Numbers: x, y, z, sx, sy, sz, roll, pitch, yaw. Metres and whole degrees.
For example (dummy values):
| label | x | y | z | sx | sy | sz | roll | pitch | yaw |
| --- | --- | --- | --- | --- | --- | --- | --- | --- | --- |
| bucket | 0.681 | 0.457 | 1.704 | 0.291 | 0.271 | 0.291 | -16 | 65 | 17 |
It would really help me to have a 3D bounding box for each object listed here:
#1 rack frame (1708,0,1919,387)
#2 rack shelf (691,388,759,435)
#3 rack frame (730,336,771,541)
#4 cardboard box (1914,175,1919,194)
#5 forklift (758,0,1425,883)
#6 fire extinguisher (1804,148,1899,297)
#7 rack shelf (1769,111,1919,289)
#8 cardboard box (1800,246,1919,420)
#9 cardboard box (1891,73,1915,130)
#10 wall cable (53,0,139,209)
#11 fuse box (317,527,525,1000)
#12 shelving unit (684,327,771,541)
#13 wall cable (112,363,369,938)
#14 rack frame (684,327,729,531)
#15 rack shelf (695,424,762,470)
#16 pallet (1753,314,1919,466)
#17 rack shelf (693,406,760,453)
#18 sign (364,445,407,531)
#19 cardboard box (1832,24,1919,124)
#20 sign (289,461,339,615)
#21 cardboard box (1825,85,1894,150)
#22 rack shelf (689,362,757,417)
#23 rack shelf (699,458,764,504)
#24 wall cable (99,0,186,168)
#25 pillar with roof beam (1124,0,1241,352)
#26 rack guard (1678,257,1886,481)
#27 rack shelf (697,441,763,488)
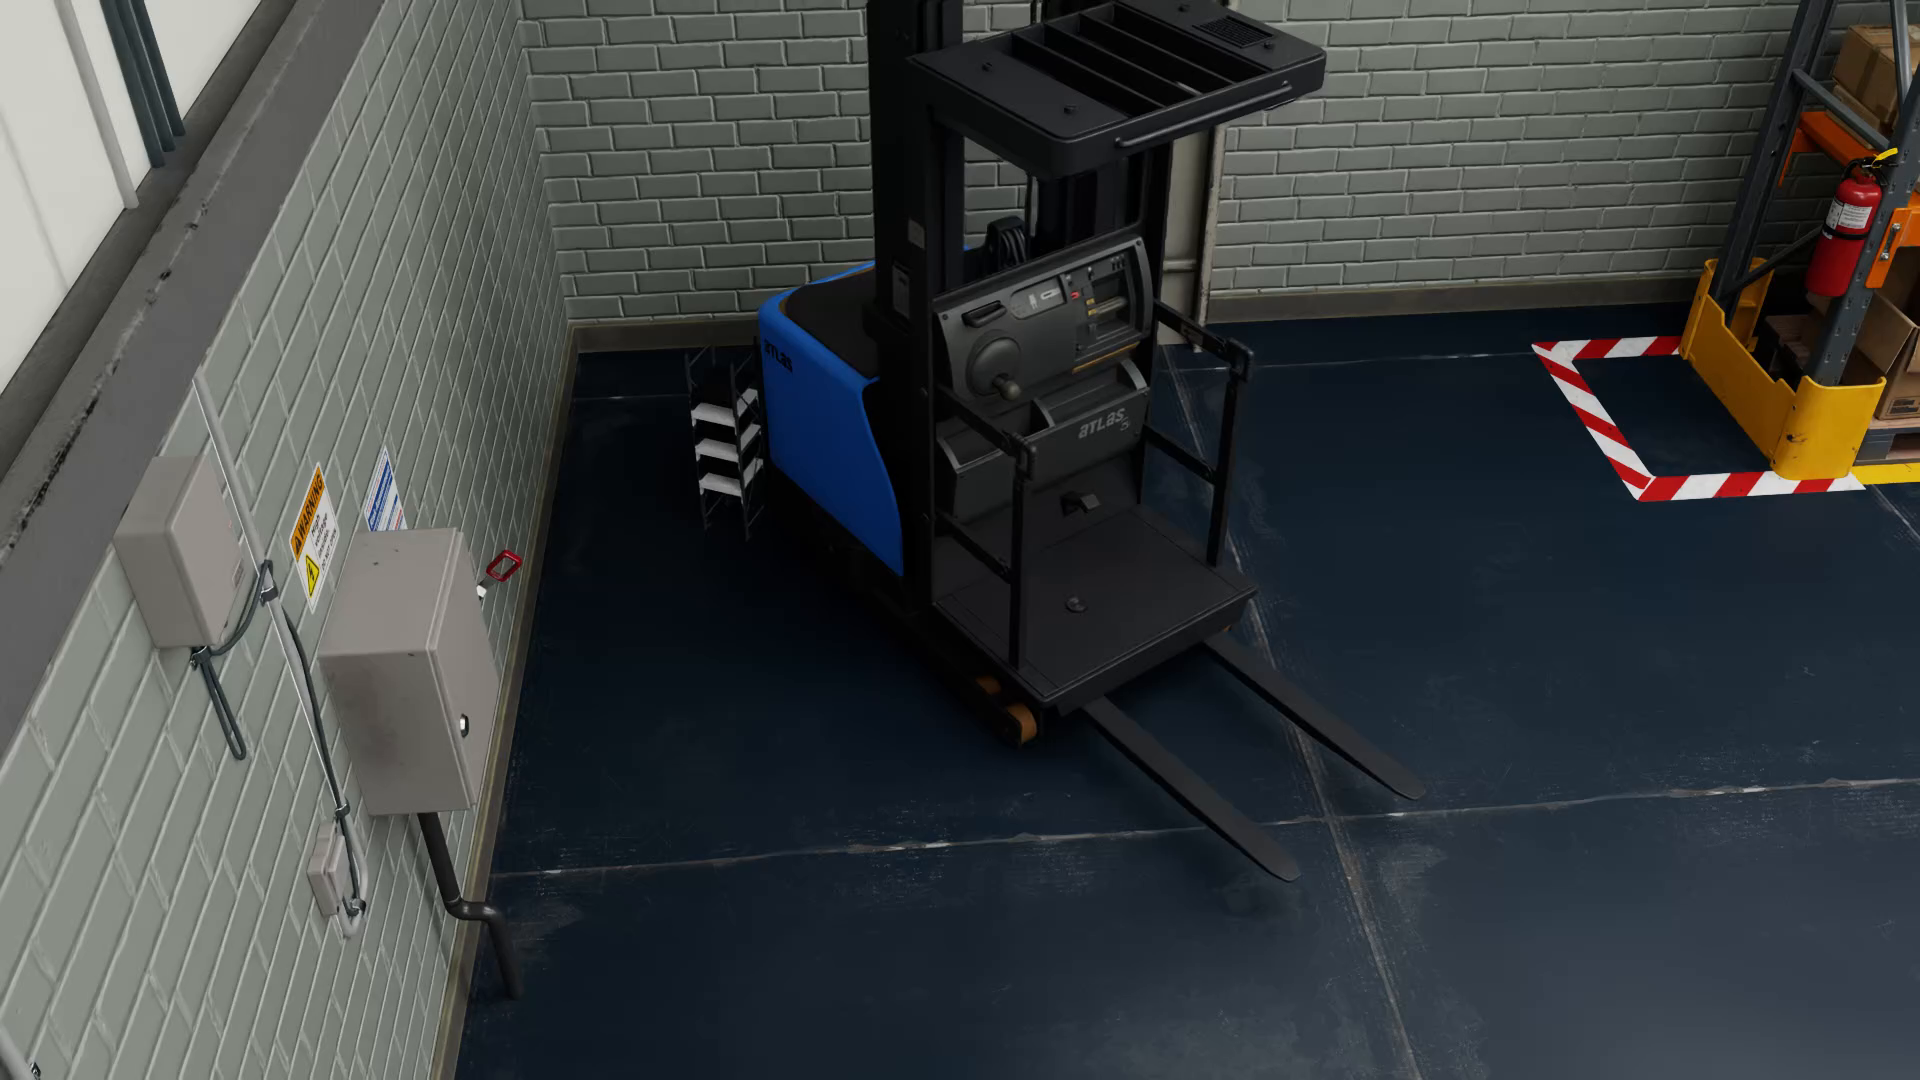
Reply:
| label | x | y | z | sx | sy | sz | roll | pitch | yaw |
| --- | --- | --- | --- | --- | --- | --- | --- | --- | --- |
| rack frame | 3.796 | -1.811 | 7.124 | 0.127 | 3.000 | 1.000 | -3 | 38 | -4 |
| rack shelf | -0.981 | -0.557 | 6.991 | 0.200 | 0.077 | 0.258 | 13 | 40 | 15 |
| rack frame | -0.886 | -0.420 | 7.056 | 0.006 | 0.900 | 0.240 | 13 | 40 | 15 |
| cardboard box | 4.148 | -1.561 | 7.010 | 0.250 | 0.149 | 0.380 | -3 | 38 | -4 |
| forklift | 0.445 | -0.725 | 5.803 | 1.130 | 2.935 | 3.031 | -25 | 45 | -28 |
| fire extinguisher | 3.691 | -1.341 | 6.892 | 0.183 | 0.674 | 0.296 | -3 | 38 | -4 |
| rack shelf | 5.788 | -1.638 | 7.486 | 4.000 | 0.370 | 1.077 | -3 | 38 | -4 |
| cardboard box | 4.414 | -0.971 | 7.735 | 0.637 | 0.503 | 0.797 | -5 | 39 | -6 |
| cardboard box | 4.272 | -1.728 | 6.899 | 0.500 | 0.250 | 0.500 | -3 | 38 | -4 |
| wall cable | -1.465 | -1.082 | 1.357 | 0.029 | 3.000 | 2.355 | -3 | 38 | -4 |
| fuse box | -1.416 | 0.777 | 4.884 | 0.414 | 1.711 | 0.539 | -3 | 38 | -4 |
| shelving unit | -0.982 | -0.442 | 7.083 | 0.210 | 0.900 | 0.258 | 13 | 40 | 15 |
| wall cable | -1.512 | 0.302 | 3.626 | 0.122 | 1.984 | 0.588 | -3 | 38 | -4 |
| rack frame | -1.078 | -0.464 | 7.109 | 0.006 | 0.900 | 0.240 | 13 | 40 | 15 |
| rack shelf | -0.982 | -0.416 | 7.103 | 0.200 | 0.077 | 0.258 | 13 | 40 | 15 |
| pallet | 4.666 | -0.765 | 8.049 | 1.213 | 0.211 | 1.003 | -3 | 38 | -4 |
| rack shelf | -0.982 | -0.486 | 7.047 | 0.200 | 0.077 | 0.258 | 13 | 40 | 15 |
| sign | -1.666 | 0.015 | 4.886 | 0.001 | 0.494 | 0.329 | -3 | 38 | -4 |
| cardboard box | 4.231 | -2.058 | 7.318 | 0.500 | 0.250 | 0.500 | -2 | 38 | -3 |
| sign | -1.617 | -0.008 | 4.172 | 0.001 | 0.242 | 0.339 | -3 | 38 | -4 |
| cardboard box | 4.103 | -1.896 | 7.435 | 0.250 | 0.149 | 0.380 | -4 | 38 | -4 |
| rack shelf | -0.981 | -0.627 | 6.936 | 0.200 | 0.077 | 0.258 | 13 | 40 | 15 |
| rack shelf | -0.983 | -0.275 | 7.215 | 0.200 | 0.077 | 0.258 | 13 | 40 | 15 |
| wall cable | -1.674 | -2.818 | 3.526 | 0.133 | 3.039 | 2.988 | -3 | 38 | -4 |
| pillar with roof beam | 1.412 | -1.918 | 2.416 | 0.400 | 9.000 | 9.100 | -3 | 38 | -4 |
| rack guard | 3.872 | -0.834 | 7.903 | 0.348 | 0.500 | 1.175 | -3 | 38 | -4 |
| rack shelf | -0.983 | -0.345 | 7.159 | 0.200 | 0.077 | 0.258 | 13 | 40 | 15 |
